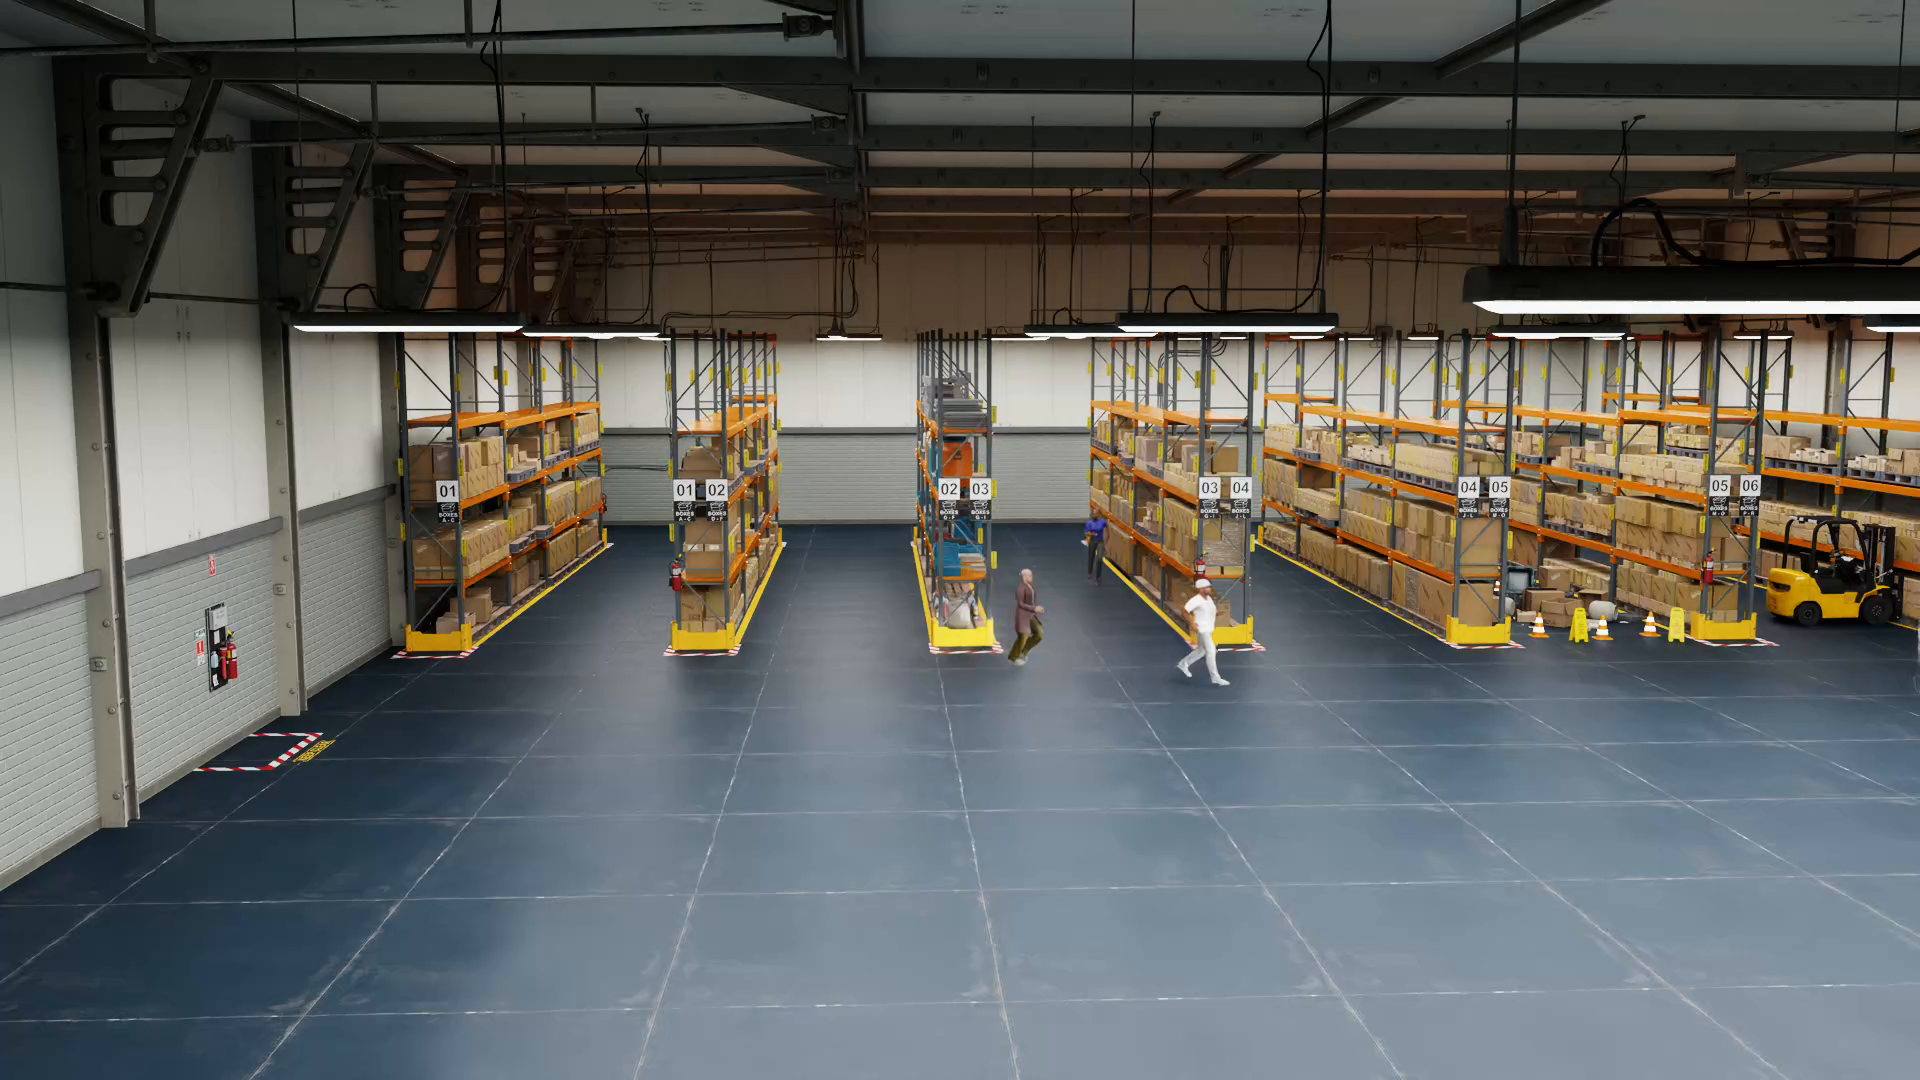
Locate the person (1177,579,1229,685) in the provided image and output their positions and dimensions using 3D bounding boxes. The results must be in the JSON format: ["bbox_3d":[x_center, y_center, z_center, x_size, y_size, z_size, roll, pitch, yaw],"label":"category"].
[{"bbox_3d":[4.104,1.524,28.007,0.990,1.749,0.701,4,8,29],"label":"person"}]

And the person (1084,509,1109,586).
[{"bbox_3d":[3.127,0.161,38.044,0.581,1.754,0.837,0,7,1],"label":"person"}]

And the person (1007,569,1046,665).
[{"bbox_3d":[1.193,1.374,29.523,0.784,1.737,0.681,4,8,29],"label":"person"}]
